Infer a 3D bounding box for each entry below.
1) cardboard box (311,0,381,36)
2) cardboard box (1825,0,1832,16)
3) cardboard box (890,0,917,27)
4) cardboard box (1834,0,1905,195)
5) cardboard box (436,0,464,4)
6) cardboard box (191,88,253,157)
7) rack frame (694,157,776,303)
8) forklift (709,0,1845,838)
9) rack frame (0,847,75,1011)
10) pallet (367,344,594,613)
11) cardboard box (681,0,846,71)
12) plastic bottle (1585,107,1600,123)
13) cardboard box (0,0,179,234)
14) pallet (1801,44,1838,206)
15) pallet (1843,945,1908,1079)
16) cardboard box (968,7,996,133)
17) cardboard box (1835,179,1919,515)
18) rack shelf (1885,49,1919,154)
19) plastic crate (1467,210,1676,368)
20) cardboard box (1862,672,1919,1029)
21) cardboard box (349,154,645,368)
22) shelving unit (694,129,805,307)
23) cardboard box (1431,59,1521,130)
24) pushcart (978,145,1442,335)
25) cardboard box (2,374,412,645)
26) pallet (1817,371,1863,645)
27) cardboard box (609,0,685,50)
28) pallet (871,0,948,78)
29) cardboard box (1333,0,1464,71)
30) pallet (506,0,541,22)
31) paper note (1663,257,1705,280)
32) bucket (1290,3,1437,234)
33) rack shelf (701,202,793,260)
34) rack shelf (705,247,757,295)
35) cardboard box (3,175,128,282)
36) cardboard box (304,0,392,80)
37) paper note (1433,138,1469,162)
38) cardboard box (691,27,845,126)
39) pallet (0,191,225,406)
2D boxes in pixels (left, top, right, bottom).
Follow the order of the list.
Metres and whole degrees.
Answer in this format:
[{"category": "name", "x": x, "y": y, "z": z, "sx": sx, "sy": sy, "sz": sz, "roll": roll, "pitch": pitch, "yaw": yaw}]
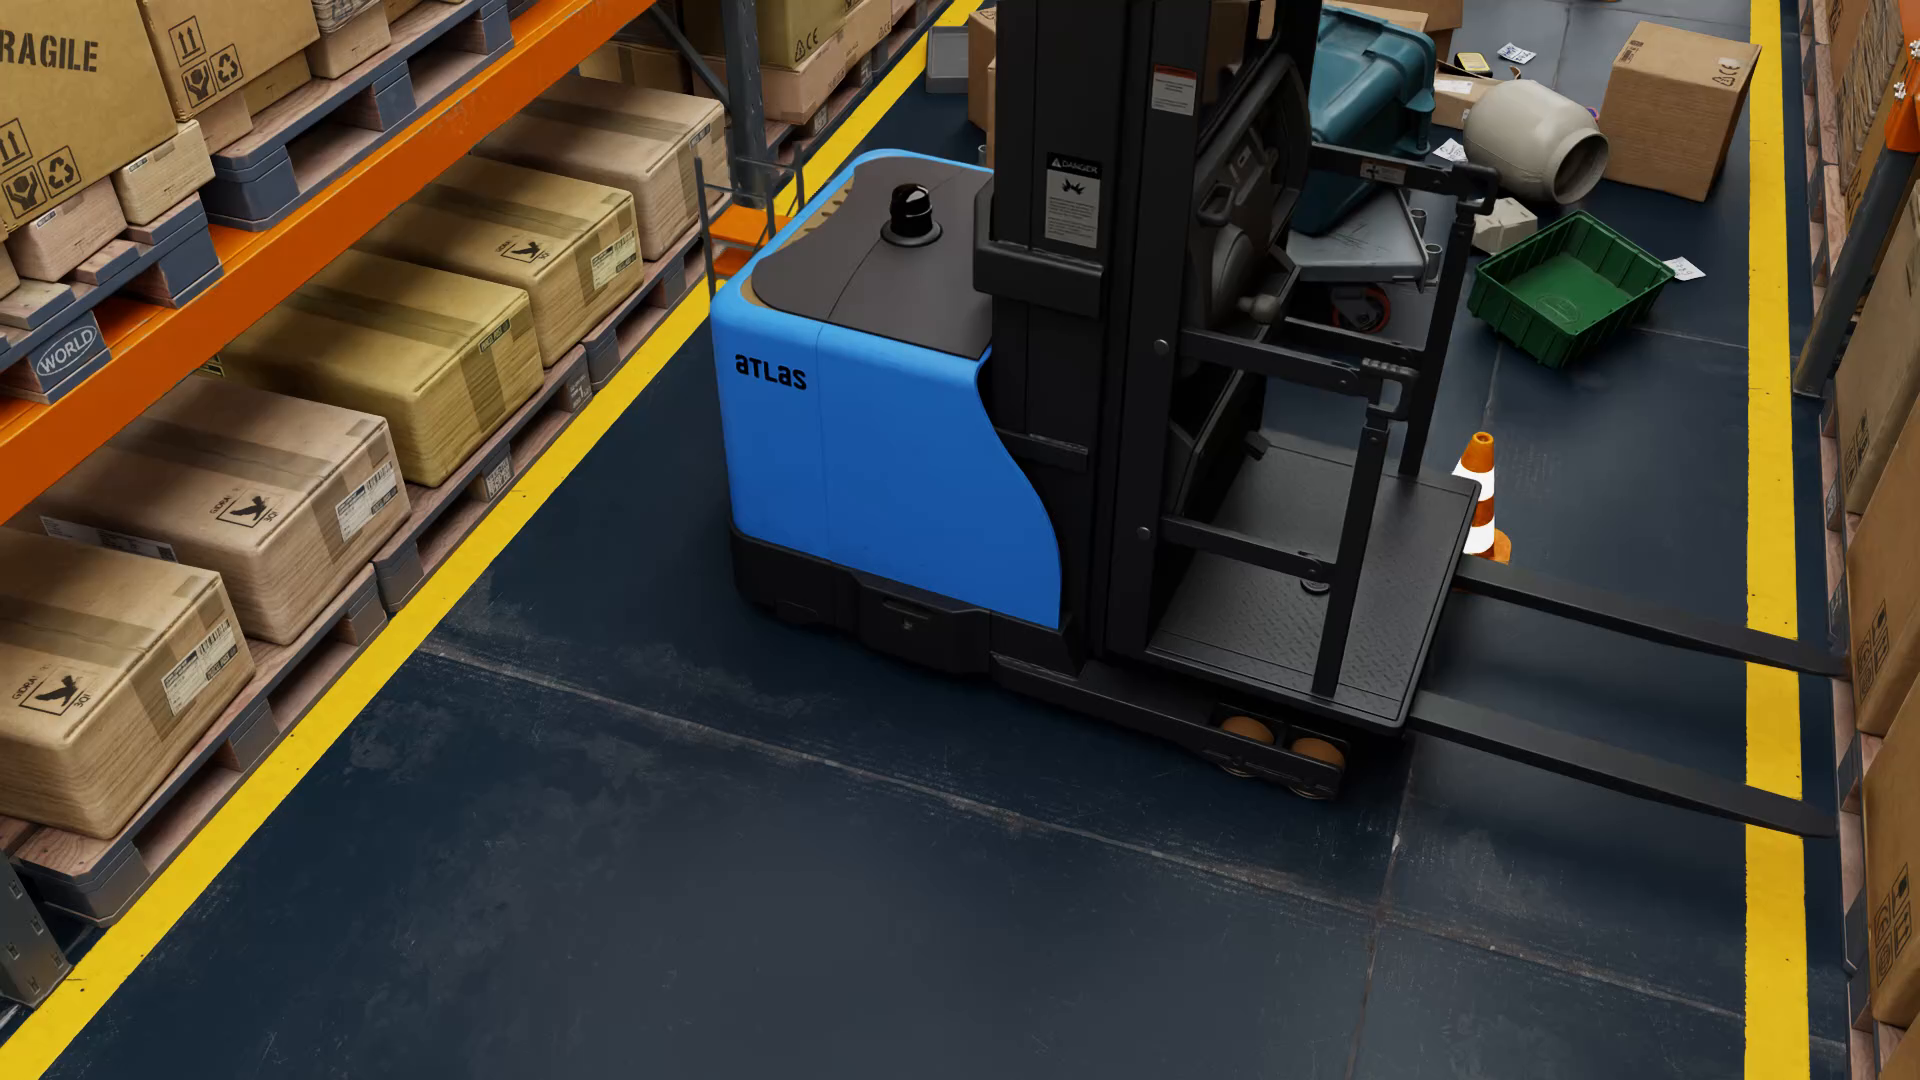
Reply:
[{"category": "cardboard box", "x": -1.741, "y": -1.656, "z": 4.250, "sx": 0.500, "sy": 0.500, "sz": 0.500, "roll": 12, "pitch": 42, "yaw": 13}, {"category": "cardboard box", "x": 4.614, "y": -2.939, "z": 7.698, "sx": 0.875, "sy": 0.875, "sz": 0.875, "roll": 14, "pitch": 42, "yaw": 15}, {"category": "cardboard box", "x": -0.463, "y": -2.679, "z": 7.874, "sx": 0.500, "sy": 0.250, "sz": 0.500, "roll": 13, "pitch": 42, "yaw": 15}, {"category": "cardboard box", "x": 4.002, "y": -1.847, "z": 6.417, "sx": 0.875, "sy": 0.875, "sz": 0.875, "roll": 14, "pitch": 42, "yaw": 15}, {"category": "cardboard box", "x": -1.549, "y": -1.684, "z": 4.782, "sx": 0.380, "sy": 0.149, "sz": 0.250, "roll": 13, "pitch": 42, "yaw": 15}, {"category": "cardboard box", "x": -1.964, "y": -1.044, "z": 4.033, "sx": 0.380, "sy": 0.149, "sz": 0.250, "roll": 16, "pitch": 43, "yaw": 18}, {"category": "rack frame", "x": -0.634, "y": -0.587, "z": 5.013, "sx": 0.240, "sy": 1.200, "sz": 0.006, "roll": 15, "pitch": 43, "yaw": 17}, {"category": "forklift", "x": 0.887, "y": -0.818, "z": 3.951, "sx": 3.031, "sy": 2.935, "sz": 1.130, "roll": 16, "pitch": 43, "yaw": 18}, {"category": "rack frame", "x": -2.638, "y": -0.174, "z": 3.143, "sx": 1.000, "sy": 3.000, "sz": 0.127, "roll": 13, "pitch": 42, "yaw": 15}, {"category": "pallet", "x": -1.950, "y": -0.331, "z": 5.475, "sx": 1.003, "sy": 0.211, "sz": 1.213, "roll": 13, "pitch": 42, "yaw": 15}, {"category": "cardboard box", "x": -0.814, "y": -2.312, "z": 6.867, "sx": 0.500, "sy": 0.500, "sz": 0.500, "roll": 15, "pitch": 43, "yaw": 17}, {"category": "plastic bottle", "x": 2.695, "y": -1.873, "z": 7.398, "sx": 0.283, "sy": 0.061, "sz": 0.133, "roll": 0, "pitch": 40, "yaw": 0}, {"category": "cardboard box", "x": -2.095, "y": -1.027, "z": 3.513, "sx": 0.500, "sy": 0.500, "sz": 0.500, "roll": 15, "pitch": 43, "yaw": 17}, {"category": "pallet", "x": 4.166, "y": -1.709, "z": 7.090, "sx": 1.003, "sy": 0.211, "sz": 1.213, "roll": 13, "pitch": 42, "yaw": 15}, {"category": "pallet", "x": 2.389, "y": 1.460, "z": 3.376, "sx": 1.003, "sy": 0.211, "sz": 1.213, "roll": 13, "pitch": 42, "yaw": 15}, {"category": "cardboard box", "x": 0.375, "y": -2.015, "z": 7.225, "sx": 0.500, "sy": 0.500, "sz": 0.500, "roll": -21, "pitch": 45, "yaw": -22}, {"category": "cardboard box", "x": 3.289, "y": -0.482, "z": 4.914, "sx": 1.050, "sy": 0.750, "sz": 0.750, "roll": 13, "pitch": 42, "yaw": 15}, {"category": "rack shelf", "x": 2.733, "y": -0.083, "z": 3.591, "sx": 1.077, "sy": 0.370, "sz": 4.000, "roll": 13, "pitch": 42, "yaw": 15}, {"category": "plastic crate", "x": 2.245, "y": -0.925, "z": 6.146, "sx": 0.662, "sy": 0.188, "sz": 0.450, "roll": -29, "pitch": 58, "yaw": -29}, {"category": "cardboard box", "x": 2.637, "y": 0.674, "z": 3.559, "sx": 1.050, "sy": 0.750, "sz": 0.750, "roll": 14, "pitch": 42, "yaw": 16}, {"category": "cardboard box", "x": -1.689, "y": -1.014, "z": 5.828, "sx": 0.950, "sy": 0.372, "sz": 0.625, "roll": 16, "pitch": 43, "yaw": 18}, {"category": "shelving unit", "x": -0.598, "y": -0.642, "z": 5.077, "sx": 0.258, "sy": 1.200, "sz": 0.189, "roll": 15, "pitch": 43, "yaw": 17}, {"category": "cardboard box", "x": 2.273, "y": -1.994, "z": 7.382, "sx": 0.396, "sy": 0.266, "sz": 0.258, "roll": 21, "pitch": 45, "yaw": 22}, {"category": "pushcart", "x": 0.890, "y": -1.140, "z": 6.296, "sx": 1.648, "sy": 0.377, "sz": 0.936, "roll": 0, "pitch": 40, "yaw": 0}, {"category": "cardboard box", "x": -2.190, "y": -0.128, "z": 4.790, "sx": 0.950, "sy": 0.372, "sz": 0.625, "roll": 13, "pitch": 42, "yaw": 14}, {"category": "pallet", "x": 3.223, "y": -0.028, "z": 5.121, "sx": 1.003, "sy": 0.211, "sz": 1.213, "roll": 13, "pitch": 42, "yaw": 15}, {"category": "cardboard box", "x": -1.320, "y": -2.433, "z": 7.008, "sx": 0.500, "sy": 0.500, "sz": 0.500, "roll": 13, "pitch": 42, "yaw": 14}, {"category": "pallet", "x": -0.658, "y": -2.717, "z": 8.272, "sx": 1.003, "sy": 0.211, "sz": 1.213, "roll": 13, "pitch": 42, "yaw": 15}, {"category": "cardboard box", "x": 1.877, "y": -2.470, "z": 7.758, "sx": 0.797, "sy": 0.503, "sz": 0.637, "roll": -13, "pitch": 42, "yaw": -15}, {"category": "pallet", "x": -1.668, "y": -2.107, "z": 5.556, "sx": 1.003, "sy": 0.211, "sz": 1.213, "roll": 13, "pitch": 42, "yaw": 15}, {"category": "paper note", "x": 2.795, "y": -1.058, "z": 6.467, "sx": 0.147, "sy": 0.020, "sz": 0.142, "roll": -13, "pitch": 42, "yaw": -15}, {"category": "bucket", "x": 1.296, "y": -1.504, "z": 6.053, "sx": 0.726, "sy": 0.611, "sz": 0.620, "roll": 29, "pitch": 58, "yaw": 29}, {"category": "rack shelf", "x": -0.598, "y": -0.882, "z": 4.873, "sx": 0.258, "sy": 0.103, "sz": 0.180, "roll": 15, "pitch": 43, "yaw": 17}, {"category": "rack shelf", "x": -0.598, "y": -0.790, "z": 4.951, "sx": 0.258, "sy": 0.103, "sz": 0.180, "roll": 15, "pitch": 43, "yaw": 17}, {"category": "cardboard box", "x": -2.087, "y": -0.717, "z": 3.649, "sx": 0.380, "sy": 0.149, "sz": 0.250, "roll": 11, "pitch": 42, "yaw": 12}, {"category": "cardboard box", "x": -1.753, "y": -1.370, "z": 4.415, "sx": 0.380, "sy": 0.149, "sz": 0.250, "roll": 15, "pitch": 43, "yaw": 16}, {"category": "paper note", "x": 2.161, "y": -1.679, "z": 7.200, "sx": 0.172, "sy": 0.023, "sz": 0.155, "roll": 29, "pitch": 48, "yaw": 29}, {"category": "cardboard box", "x": -0.814, "y": -2.027, "z": 7.110, "sx": 0.500, "sy": 0.250, "sz": 0.500, "roll": 11, "pitch": 42, "yaw": 13}, {"category": "pallet", "x": -2.494, "y": -0.559, "z": 3.742, "sx": 1.213, "sy": 0.211, "sz": 1.003, "roll": 13, "pitch": 42, "yaw": 15}]
